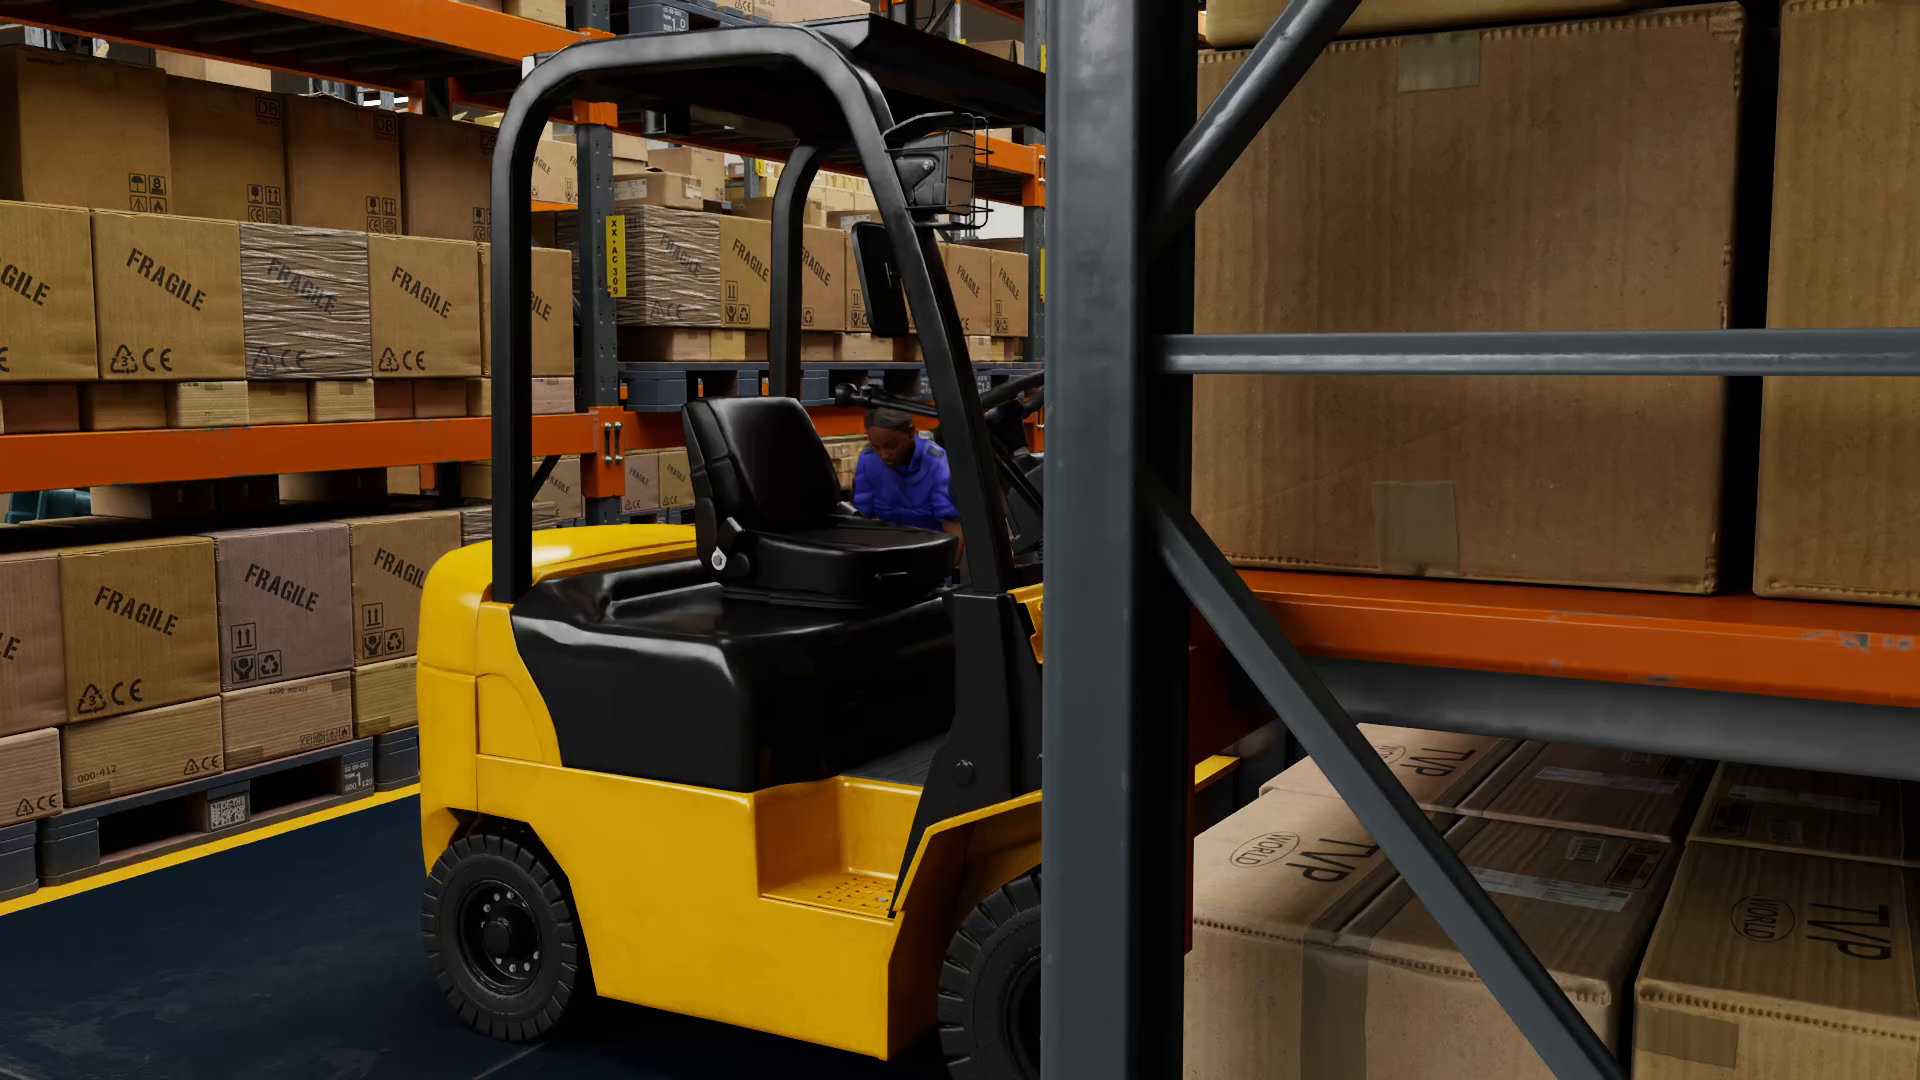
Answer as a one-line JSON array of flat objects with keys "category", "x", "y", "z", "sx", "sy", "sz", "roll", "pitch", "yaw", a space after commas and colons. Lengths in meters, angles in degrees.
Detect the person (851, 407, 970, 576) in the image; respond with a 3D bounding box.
[{"category": "person", "x": -0.160, "y": 0.164, "z": 6.178, "sx": 0.495, "sy": 1.389, "sz": 0.616, "roll": 3, "pitch": 7, "yaw": 29}]
